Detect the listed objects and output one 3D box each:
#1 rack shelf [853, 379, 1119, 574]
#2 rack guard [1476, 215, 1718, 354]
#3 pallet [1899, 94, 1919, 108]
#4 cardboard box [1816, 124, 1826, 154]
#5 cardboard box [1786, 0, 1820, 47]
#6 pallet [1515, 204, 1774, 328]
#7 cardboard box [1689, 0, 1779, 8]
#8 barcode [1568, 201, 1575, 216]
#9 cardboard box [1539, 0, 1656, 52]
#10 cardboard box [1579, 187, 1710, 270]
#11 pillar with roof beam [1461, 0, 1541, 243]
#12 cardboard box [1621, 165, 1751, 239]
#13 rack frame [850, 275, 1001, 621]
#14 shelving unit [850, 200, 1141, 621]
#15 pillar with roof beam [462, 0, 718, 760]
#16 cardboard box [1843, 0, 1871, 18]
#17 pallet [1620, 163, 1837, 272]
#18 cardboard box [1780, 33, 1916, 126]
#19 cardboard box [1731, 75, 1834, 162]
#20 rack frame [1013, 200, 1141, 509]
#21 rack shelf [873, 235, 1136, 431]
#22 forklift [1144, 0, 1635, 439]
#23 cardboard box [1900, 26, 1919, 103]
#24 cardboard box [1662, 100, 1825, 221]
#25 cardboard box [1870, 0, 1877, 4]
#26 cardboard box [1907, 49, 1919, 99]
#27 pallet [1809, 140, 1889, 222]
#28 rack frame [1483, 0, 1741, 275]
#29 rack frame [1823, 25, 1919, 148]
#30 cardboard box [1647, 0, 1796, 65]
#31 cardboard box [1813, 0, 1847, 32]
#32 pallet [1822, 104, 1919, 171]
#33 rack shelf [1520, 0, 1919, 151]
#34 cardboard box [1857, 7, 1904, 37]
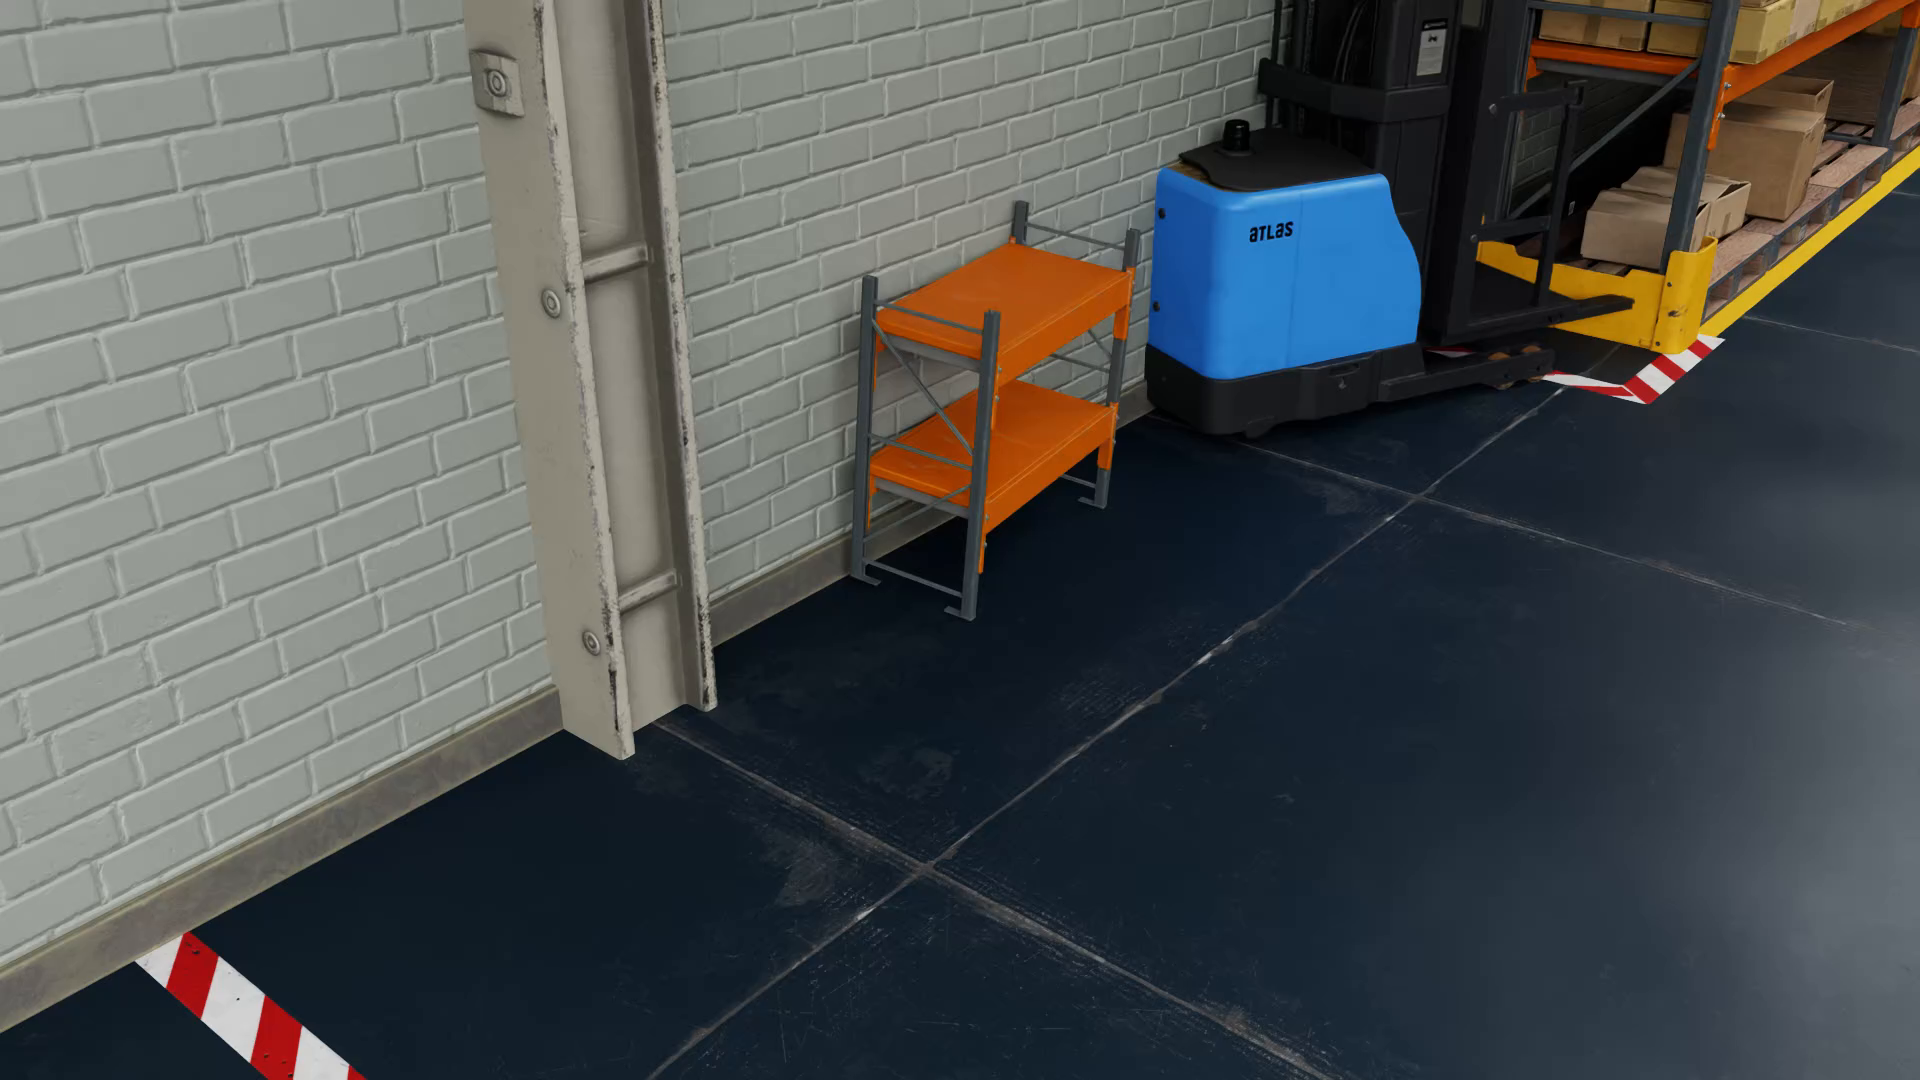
[{"bbox_3d":[0.113,-0.278,6.054,0.538,0.278,1.000,19,33,25],"label":"rack shelf"},{"bbox_3d":[3.082,-1.330,8.278,1.175,0.500,0.348,21,34,34],"label":"rack guard"},{"bbox_3d":[6.848,-3.304,12.408,1.003,0.211,1.213,21,34,34],"label":"pallet"},{"bbox_3d":[5.261,-2.571,10.559,0.380,0.166,0.250,16,31,28],"label":"cardboard box"},{"bbox_3d":[3.909,-2.625,8.200,0.500,0.250,0.500,20,33,33],"label":"cardboard box"},{"bbox_3d":[3.626,-1.480,8.881,1.003,0.211,1.213,21,34,34],"label":"pallet"},{"bbox_3d":[3.570,-2.771,7.666,0.500,0.500,0.500,21,34,34],"label":"cardboard box"},{"bbox_3d":[3.246,-1.761,8.828,0.001,0.075,0.075,21,34,34],"label":"barcode"},{"bbox_3d":[3.182,-2.578,8.111,0.500,0.250,0.500,21,34,35],"label":"cardboard box"},{"bbox_3d":[3.544,-1.634,8.591,0.500,0.311,0.500,17,32,29],"label":"cardboard box"},{"bbox_3d":[6.134,-4.321,4.809,9.100,9.000,0.400,21,34,34],"label":"pillar with roof beam"},{"bbox_3d":[3.906,-1.836,8.982,0.500,0.311,0.500,24,36,38],"label":"cardboard box"},{"bbox_3d":[-0.131,-0.290,5.546,0.500,1.125,0.032,19,33,25],"label":"rack frame"},{"bbox_3d":[0.129,-0.490,5.934,0.538,1.125,1.048,19,33,25],"label":"shelving unit"},{"bbox_3d":[2.317,-2.194,0.697,9.100,9.000,0.400,21,34,34],"label":"pillar with roof beam"},{"bbox_3d":[4.561,-2.982,8.891,0.500,0.250,0.500,21,34,35],"label":"cardboard box"},{"bbox_3d":[4.403,-1.911,9.713,1.003,0.211,1.213,21,34,34],"label":"pallet"},{"bbox_3d":[6.034,-3.183,11.380,0.700,0.500,0.500,22,35,36],"label":"cardboard box"},{"bbox_3d":[4.949,-2.537,10.132,0.500,0.500,0.500,18,32,31],"label":"cardboard box"},{"bbox_3d":[0.389,-0.690,6.322,0.500,1.125,0.032,19,33,25],"label":"rack frame"},{"bbox_3d":[0.148,-0.744,5.790,0.538,0.278,1.000,19,33,25],"label":"rack shelf"},{"bbox_3d":[2.157,-2.188,7.290,3.031,2.935,1.130,-13,30,-24],"label":"forklift"},{"bbox_3d":[6.324,-3.381,11.762,0.700,0.500,0.500,20,33,33],"label":"cardboard box"},{"bbox_3d":[4.411,-2.166,9.413,0.700,0.500,0.500,18,33,31],"label":"cardboard box"},{"bbox_3d":[4.880,-3.161,9.237,0.500,0.250,0.500,21,34,34],"label":"cardboard box"},{"bbox_3d":[6.679,-3.550,12.089,0.700,0.500,0.500,21,34,35],"label":"cardboard box"},{"bbox_3d":[5.178,-2.345,10.553,1.003,0.211,1.213,21,34,34],"label":"pallet"},{"bbox_3d":[3.034,-2.414,7.651,1.000,3.000,0.127,21,34,34],"label":"rack frame"},{"bbox_3d":[5.578,-3.832,10.393,1.000,3.000,0.127,21,34,34],"label":"rack frame"},{"bbox_3d":[3.589,-2.436,7.836,0.500,0.250,0.500,20,33,33],"label":"cardboard box"},{"bbox_3d":[4.237,-2.803,8.546,0.500,0.250,0.500,20,34,34],"label":"cardboard box"},{"bbox_3d":[6.072,-2.870,11.568,1.003,0.211,1.213,21,34,34],"label":"pallet"},{"bbox_3d":[4.306,-2.803,9.187,1.077,0.370,4.000,21,34,34],"label":"rack shelf"},{"bbox_3d":[6.311,-3.673,11.511,0.500,0.250,0.500,20,33,33],"label":"cardboard box"}]
